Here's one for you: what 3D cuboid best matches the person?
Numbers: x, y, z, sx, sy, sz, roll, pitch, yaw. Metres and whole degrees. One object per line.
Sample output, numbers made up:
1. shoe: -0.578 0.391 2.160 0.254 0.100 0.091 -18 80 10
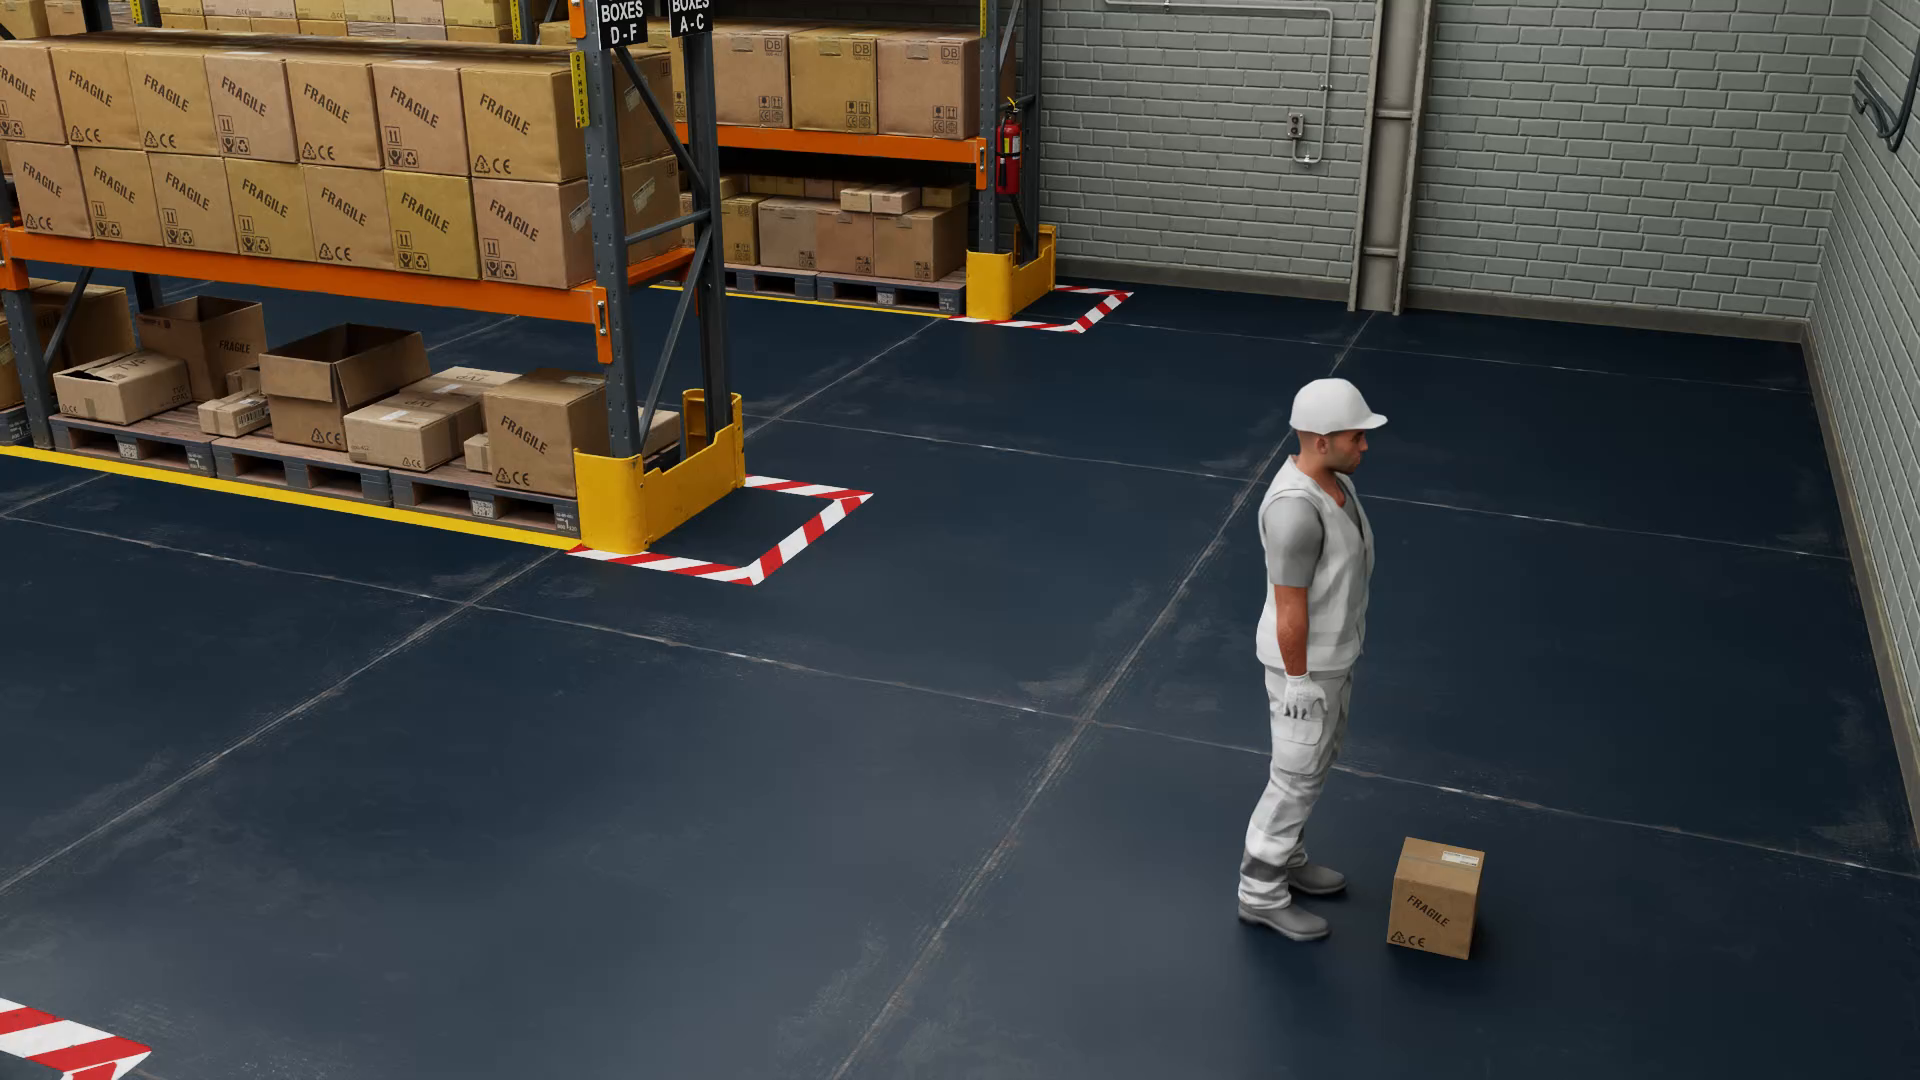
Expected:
1. person: 1.089 0.364 5.175 0.338 1.789 0.526 9 24 21
